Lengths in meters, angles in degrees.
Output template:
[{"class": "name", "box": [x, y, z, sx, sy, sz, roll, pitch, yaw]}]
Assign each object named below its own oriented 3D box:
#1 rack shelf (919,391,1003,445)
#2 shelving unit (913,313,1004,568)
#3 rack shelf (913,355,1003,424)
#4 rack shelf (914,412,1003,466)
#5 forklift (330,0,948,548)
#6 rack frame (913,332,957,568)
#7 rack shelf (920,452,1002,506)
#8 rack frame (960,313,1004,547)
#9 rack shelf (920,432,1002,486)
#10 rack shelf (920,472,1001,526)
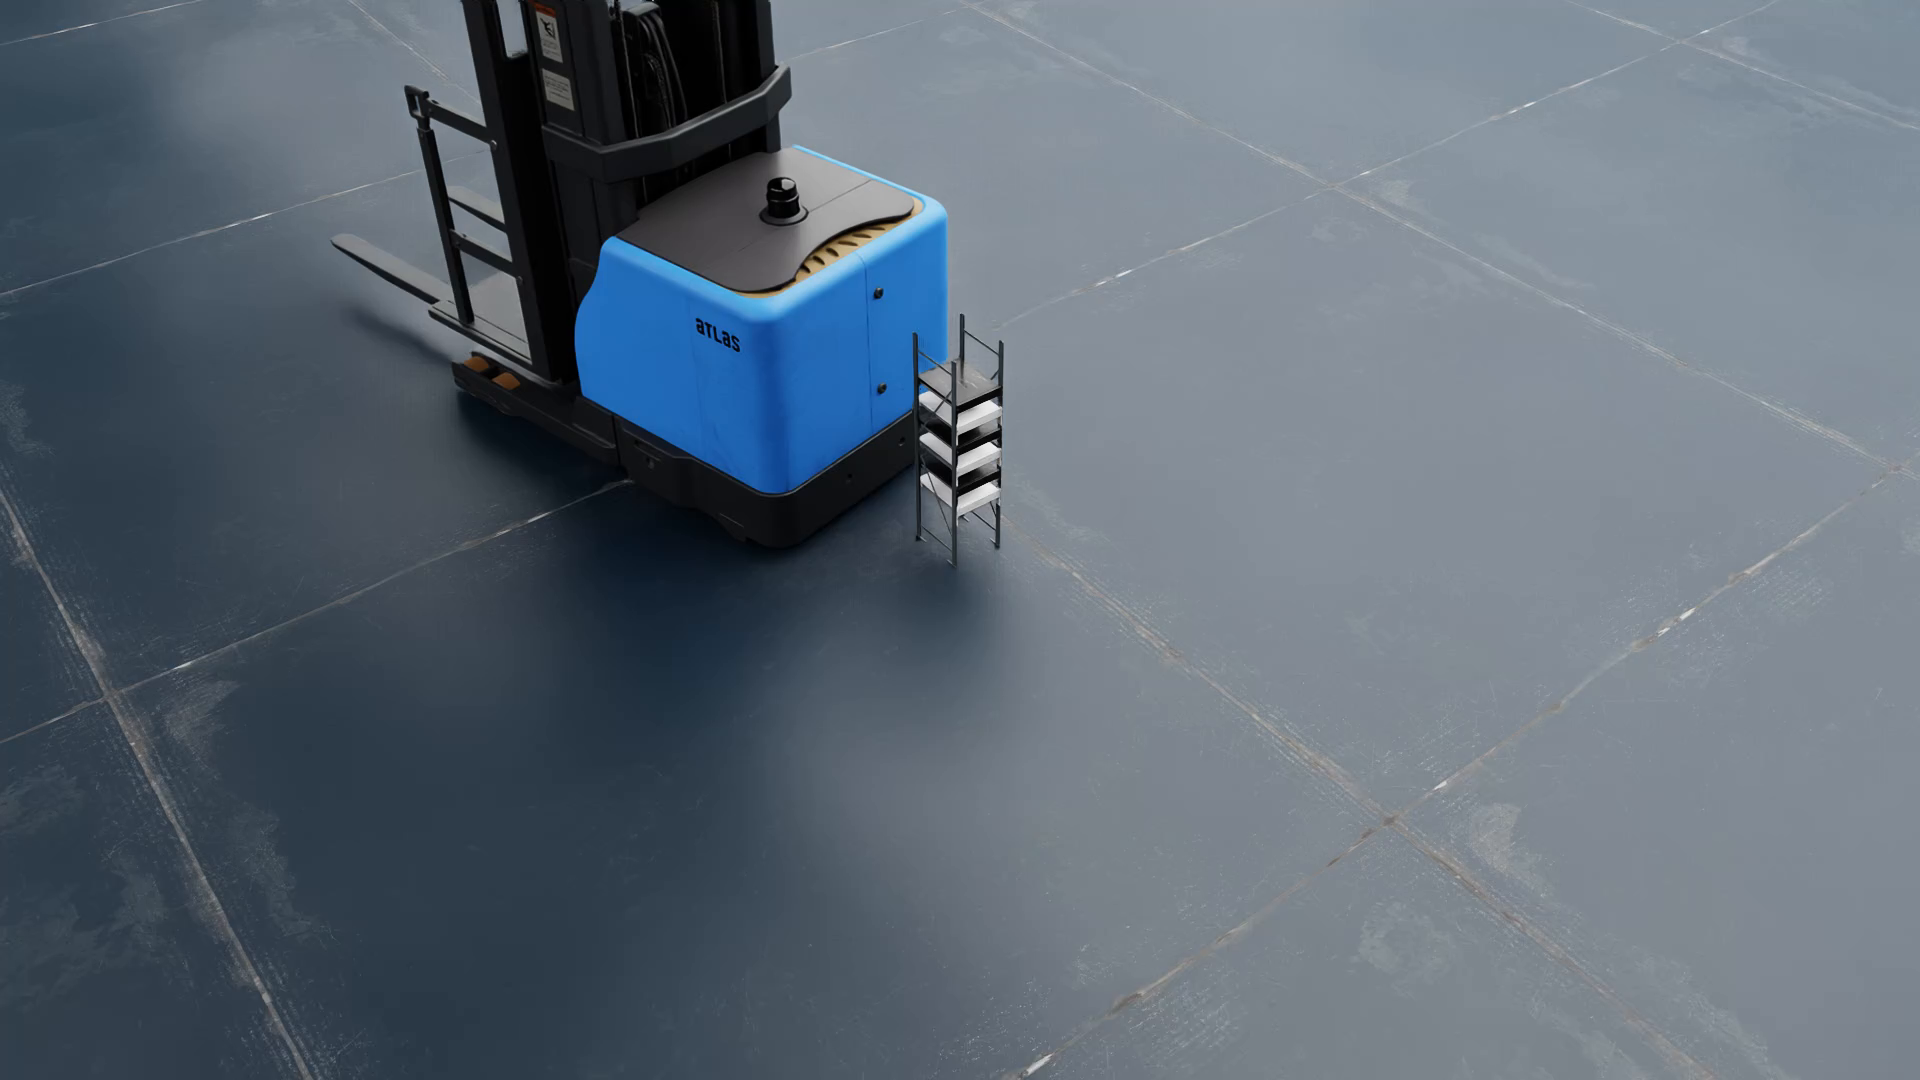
[{"class": "rack shelf", "box": [-0.006, -0.458, 5.868, 0.200, 0.077, 0.258, -26, 46, -28]}, {"class": "shelving unit", "box": [-0.006, -0.345, 5.961, 0.210, 0.900, 0.258, -26, 46, -28]}, {"class": "rack shelf", "box": [-0.006, -0.528, 5.811, 0.200, 0.077, 0.258, -26, 46, -28]}, {"class": "rack shelf", "box": [-0.006, -0.389, 5.925, 0.200, 0.077, 0.258, -26, 46, -28]}, {"class": "forklift", "box": [-1.490, -1.887, 6.239, 3.031, 2.935, 1.130, 28, 47, 29]}, {"class": "rack frame", "box": [-0.087, -0.305, 5.913, 0.006, 0.900, 0.240, -26, 46, -28]}, {"class": "rack shelf", "box": [-0.006, -0.249, 6.039, 0.200, 0.077, 0.258, -26, 46, -28]}, {"class": "rack frame", "box": [0.074, -0.384, 6.009, 0.006, 0.900, 0.240, -26, 46, -28]}, {"class": "rack shelf", "box": [-0.006, -0.319, 5.982, 0.200, 0.077, 0.258, -26, 46, -28]}, {"class": "rack shelf", "box": [-0.006, -0.180, 6.096, 0.200, 0.077, 0.258, -26, 46, -28]}]
